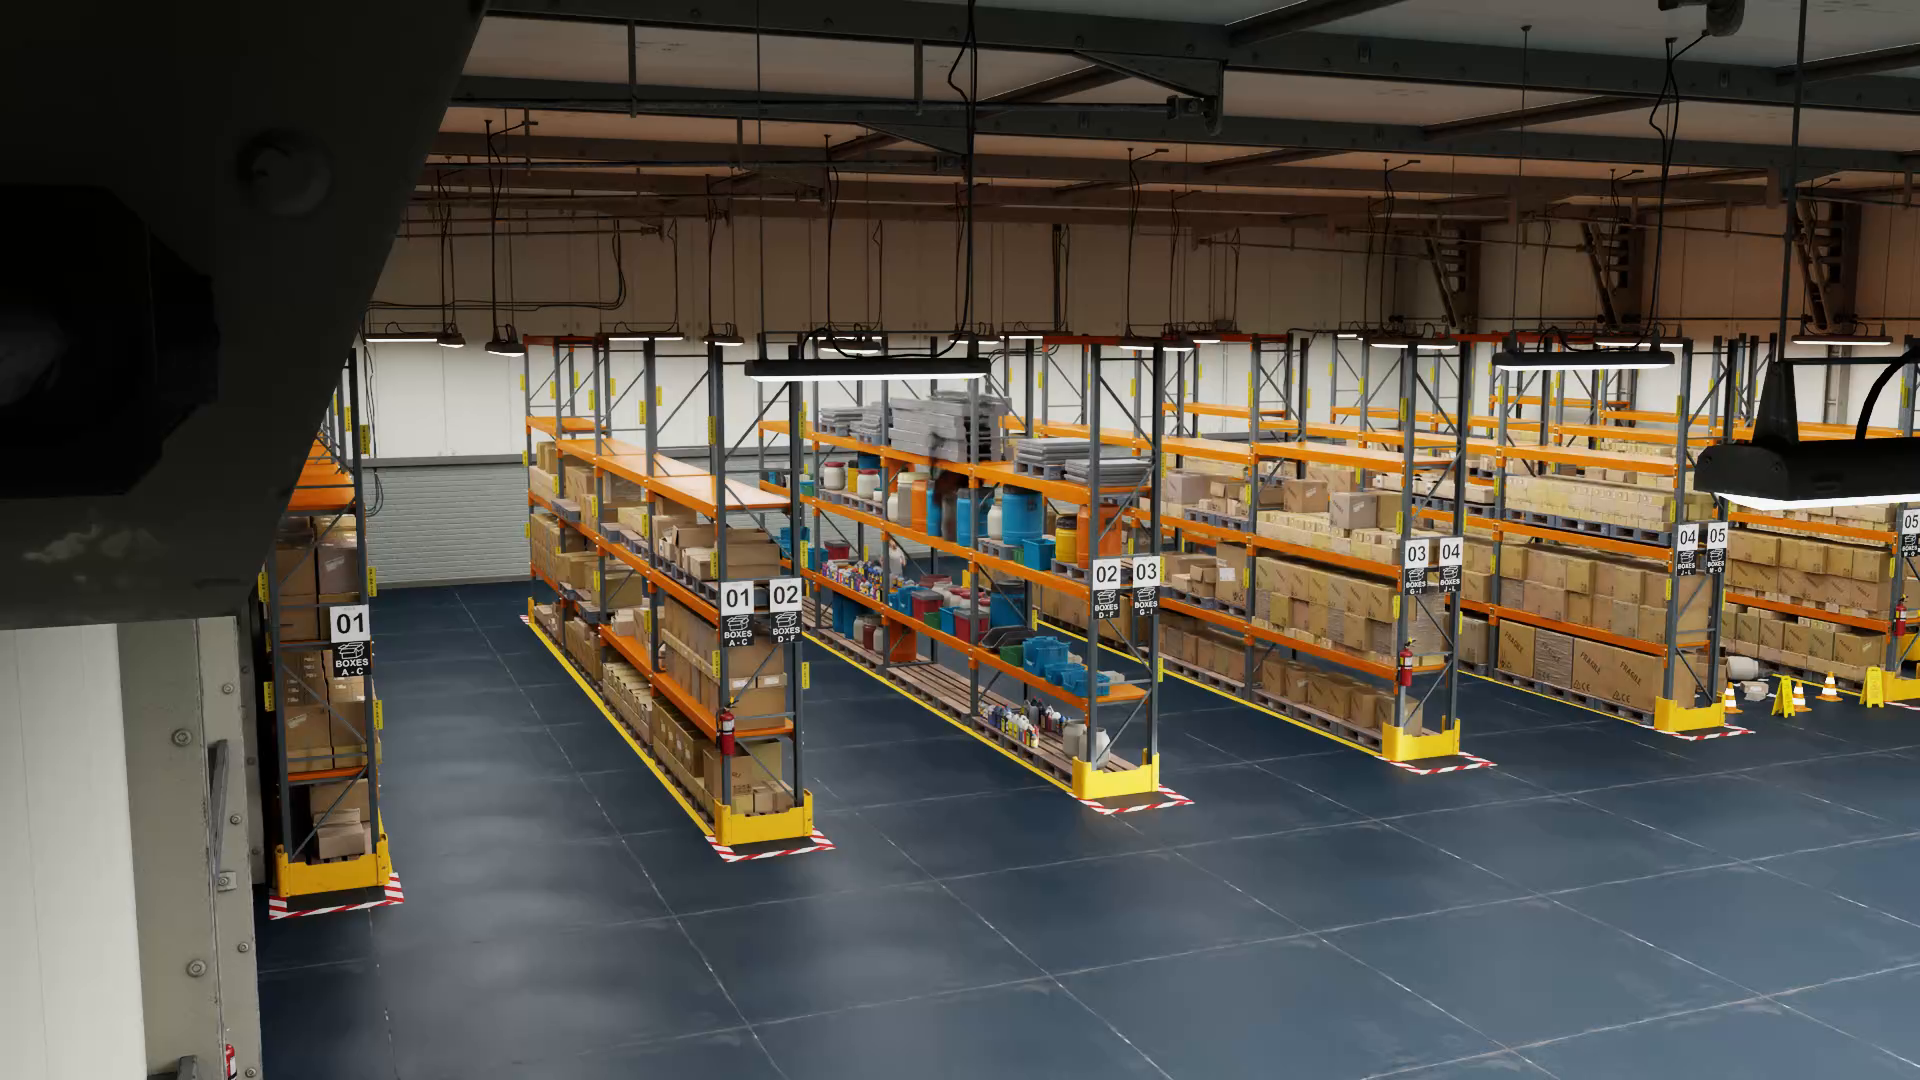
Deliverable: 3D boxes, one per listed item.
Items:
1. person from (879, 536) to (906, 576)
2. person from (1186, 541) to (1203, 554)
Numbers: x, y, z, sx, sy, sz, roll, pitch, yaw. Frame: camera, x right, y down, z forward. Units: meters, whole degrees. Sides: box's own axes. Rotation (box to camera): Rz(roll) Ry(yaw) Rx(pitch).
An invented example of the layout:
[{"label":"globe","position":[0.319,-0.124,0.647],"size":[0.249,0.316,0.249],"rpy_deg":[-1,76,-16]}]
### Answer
[{"label":"person","position":[-1.433,0.735,35.924],"size":[0.577,1.644,0.895],"rpy_deg":[-5,9,-33]},{"label":"person","position":[5.939,-0.016,41.925],"size":[0.773,1.585,0.700],"rpy_deg":[4,9,27]}]
